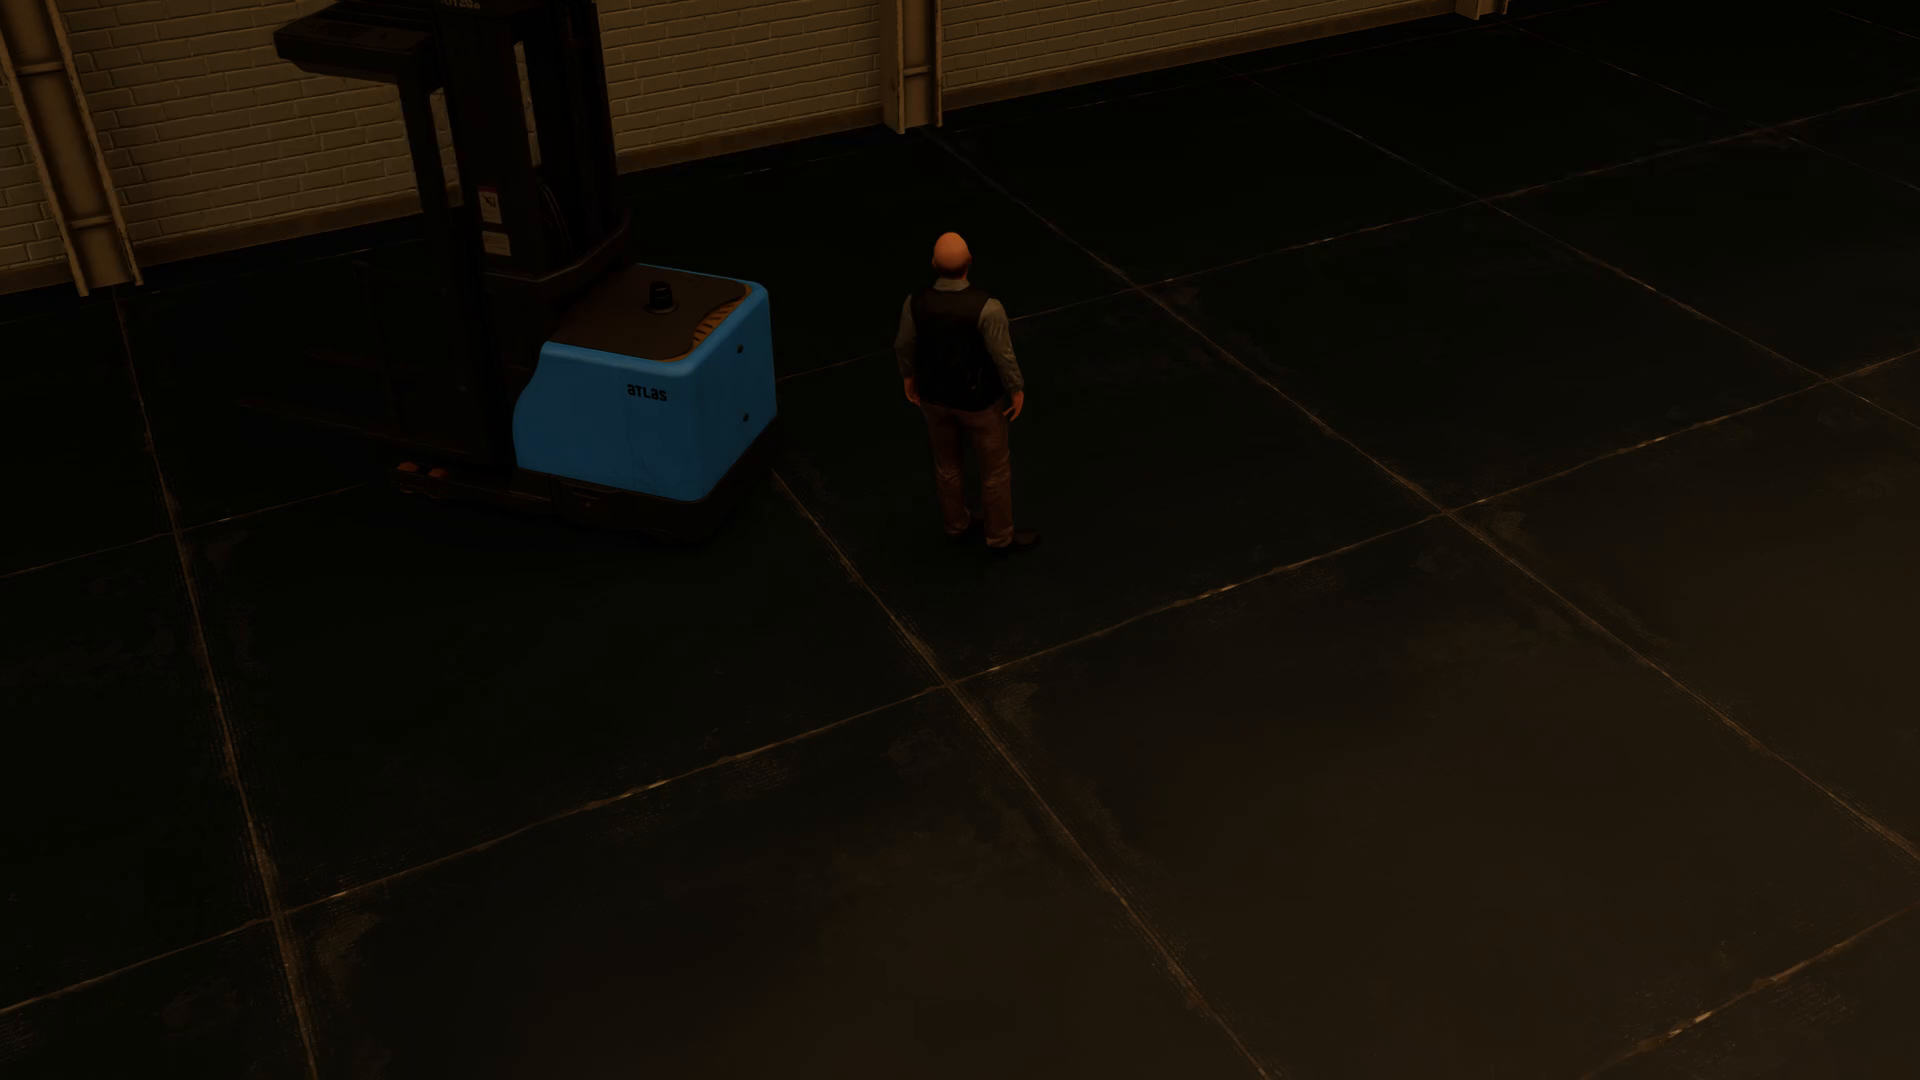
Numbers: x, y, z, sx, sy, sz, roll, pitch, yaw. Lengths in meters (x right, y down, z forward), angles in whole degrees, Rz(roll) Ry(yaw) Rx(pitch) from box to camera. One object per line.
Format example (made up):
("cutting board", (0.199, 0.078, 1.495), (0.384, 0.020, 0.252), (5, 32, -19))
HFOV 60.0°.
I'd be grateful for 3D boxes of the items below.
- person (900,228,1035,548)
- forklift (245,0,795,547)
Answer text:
("person", (0.032, -0.765, 8.281), (0.668, 1.712, 0.488), (7, 36, 10))
("forklift", (-2.490, -1.673, 8.490), (3.031, 2.935, 1.130), (12, 37, 16))
